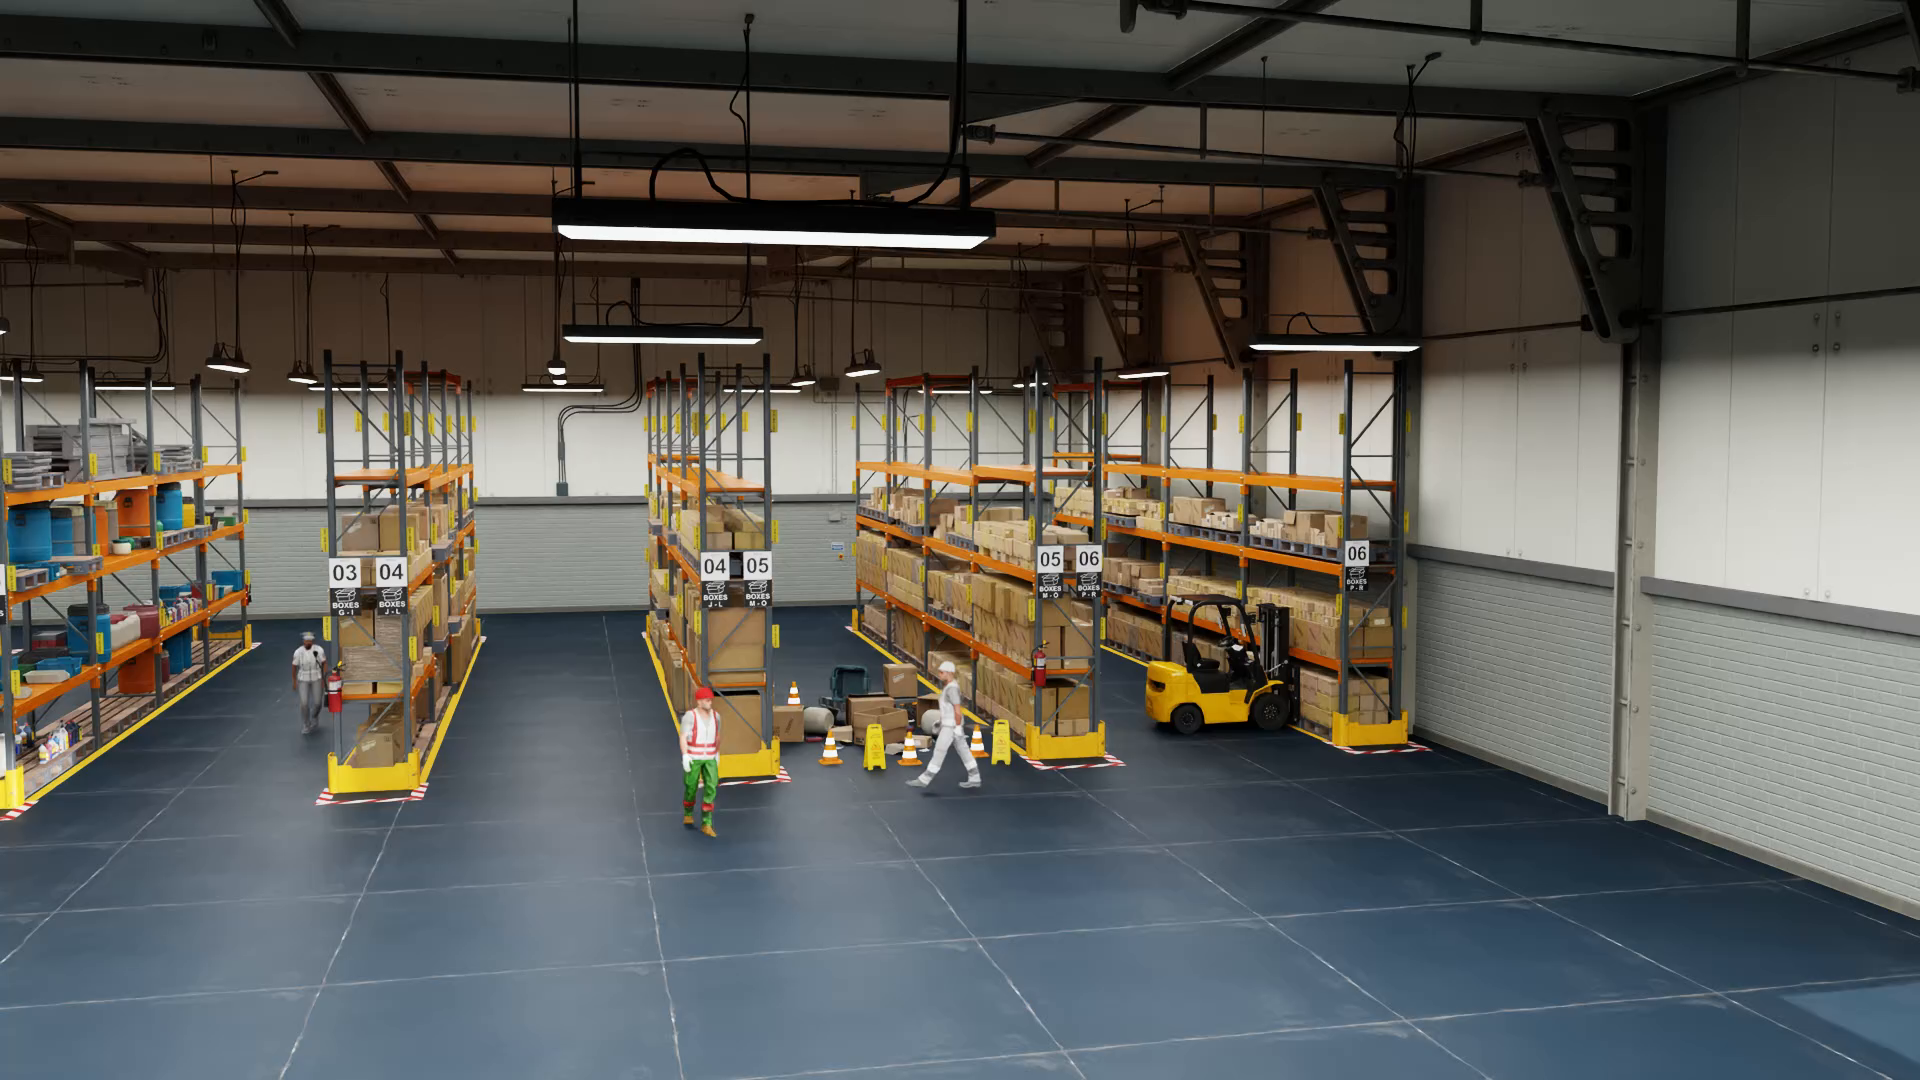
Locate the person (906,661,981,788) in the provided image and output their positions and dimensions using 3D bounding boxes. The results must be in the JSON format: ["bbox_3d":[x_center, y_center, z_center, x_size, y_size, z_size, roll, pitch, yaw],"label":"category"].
[{"bbox_3d":[-0.218,2.524,22.720,1.009,1.732,0.542,0,4,4],"label":"person"}]

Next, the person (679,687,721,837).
[{"bbox_3d":[-3.184,2.709,20.495,0.631,1.787,0.778,-3,5,-34],"label":"person"}]

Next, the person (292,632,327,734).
[{"bbox_3d":[-10.621,2.298,27.173,0.540,1.658,0.554,-1,4,-19],"label":"person"}]
